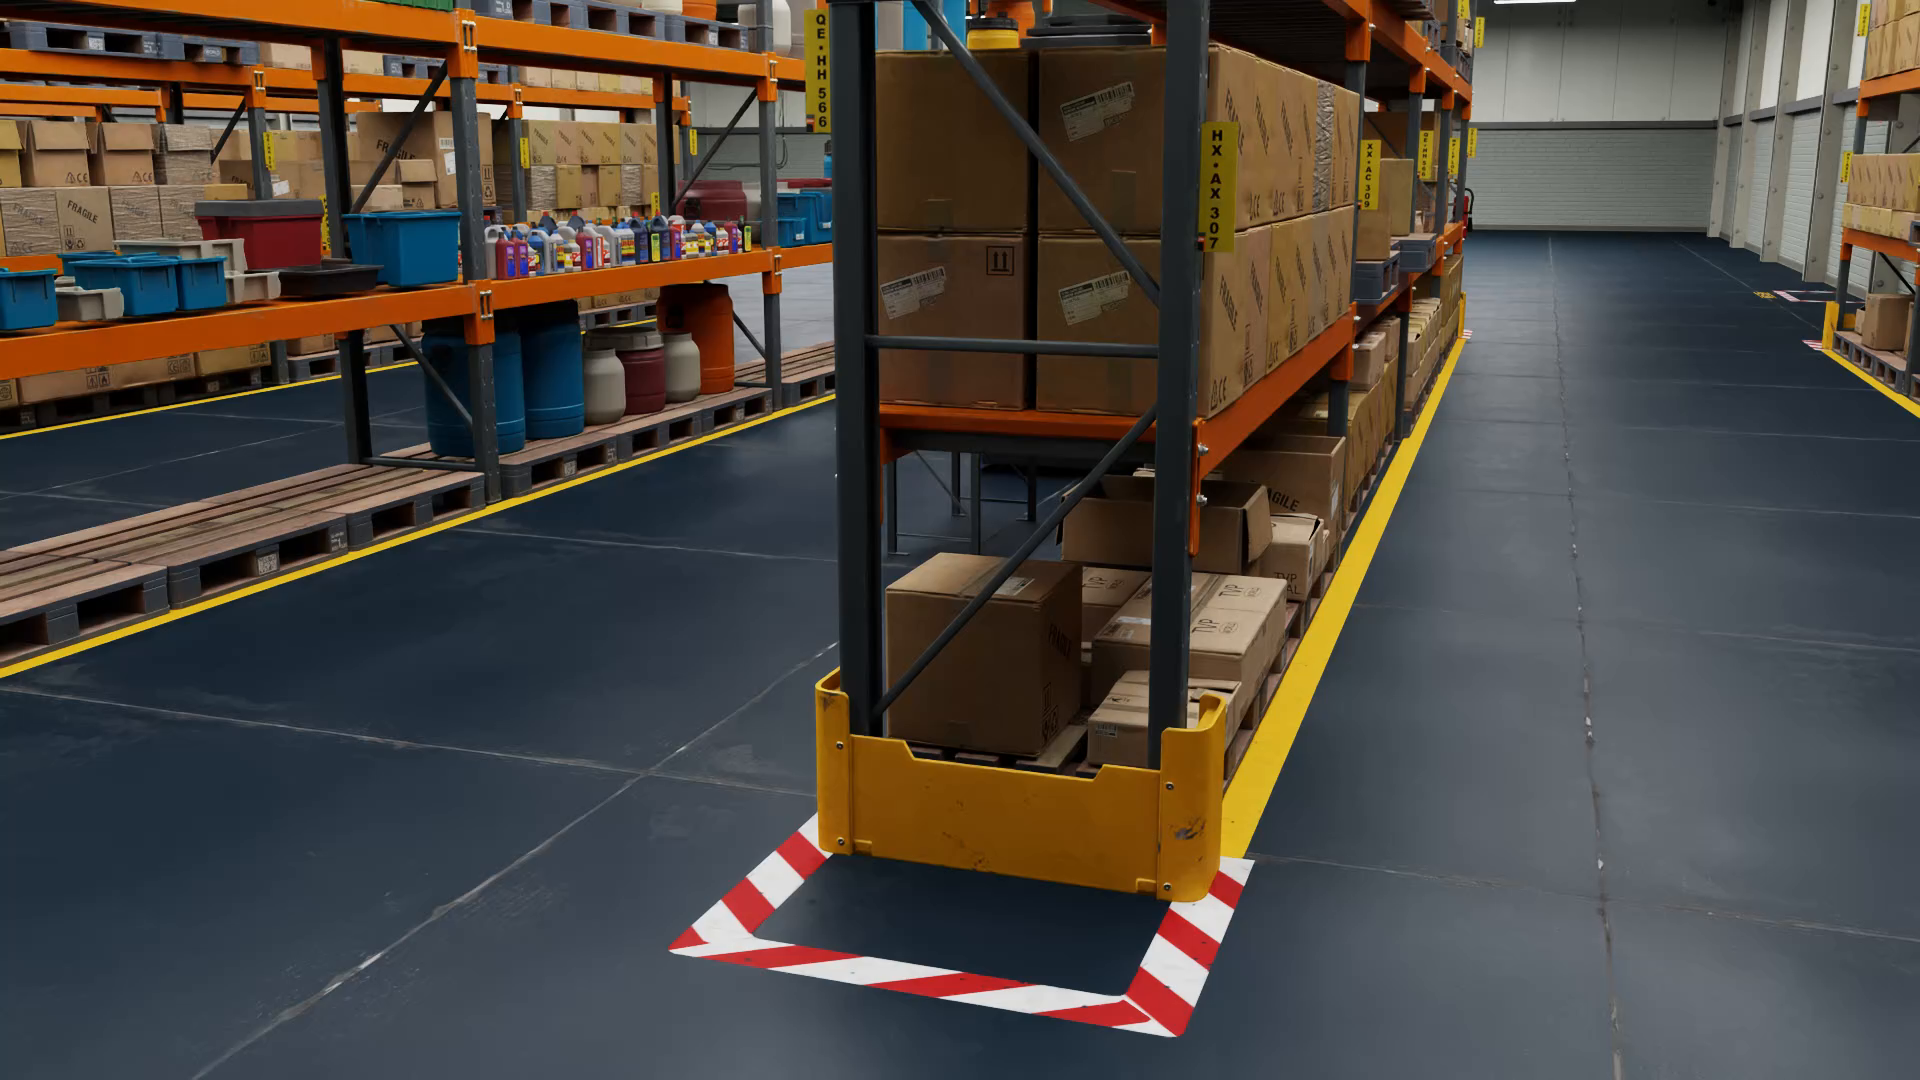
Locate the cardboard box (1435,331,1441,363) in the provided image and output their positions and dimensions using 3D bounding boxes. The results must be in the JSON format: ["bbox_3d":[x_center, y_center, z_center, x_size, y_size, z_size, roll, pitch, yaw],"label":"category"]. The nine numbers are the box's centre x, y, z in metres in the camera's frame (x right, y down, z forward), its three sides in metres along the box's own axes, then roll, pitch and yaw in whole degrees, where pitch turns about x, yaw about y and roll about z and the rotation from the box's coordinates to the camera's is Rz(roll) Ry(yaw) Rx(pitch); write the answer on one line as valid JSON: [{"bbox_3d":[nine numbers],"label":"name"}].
[{"bbox_3d":[4.165,-1.801,15.372,0.500,0.250,0.500,4,14,18],"label":"cardboard box"}]

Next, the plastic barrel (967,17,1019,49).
[{"bbox_3d":[0.385,-5.754,19.350,0.600,0.588,0.600,0,13,0],"label":"plastic barrel"}]

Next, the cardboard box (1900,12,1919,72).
[{"bbox_3d":[8.962,-4.559,15.210,0.500,0.500,0.500,4,13,16],"label":"cardboard box"}]

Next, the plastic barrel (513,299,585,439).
[{"bbox_3d":[-2.828,-1.162,11.110,0.600,0.901,0.708,4,14,18],"label":"plastic barrel"}]

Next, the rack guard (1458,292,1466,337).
[{"bbox_3d":[5.327,-2.673,19.577,1.175,0.500,0.348,4,14,18],"label":"rack guard"}]

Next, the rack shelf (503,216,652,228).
[{"bbox_3d":[-4.700,-3.829,20.640,1.077,0.370,4.000,4,14,18],"label":"rack shelf"}]

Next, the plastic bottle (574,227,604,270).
[{"bbox_3d":[-2.439,-1.922,10.948,0.152,0.276,0.135,4,14,18],"label":"plastic bottle"}]

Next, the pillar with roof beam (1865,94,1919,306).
[{"bbox_3d":[8.467,-7.819,23.025,9.100,9.000,0.400,4,14,18],"label":"pillar with roof beam"}]

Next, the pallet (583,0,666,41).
[{"bbox_3d":[-2.724,-3.499,11.261,1.003,0.211,1.213,4,14,18],"label":"pallet"}]

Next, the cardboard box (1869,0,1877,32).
[{"bbox_3d":[9.653,-5.476,16.981,0.500,0.500,0.500,3,13,14],"label":"cardboard box"}]

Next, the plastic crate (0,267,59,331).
[{"bbox_3d":[-3.939,-0.990,6.826,0.416,0.233,0.300,4,14,18],"label":"plastic crate"}]

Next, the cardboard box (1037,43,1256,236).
[{"bbox_3d":[0.535,-1.129,4.721,0.500,0.500,0.500,5,14,20],"label":"cardboard box"}]

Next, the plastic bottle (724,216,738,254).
[{"bbox_3d":[-1.757,-2.339,12.755,0.061,0.283,0.133,4,14,18],"label":"plastic bottle"}]

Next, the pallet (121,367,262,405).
[{"bbox_3d":[-6.968,-1.397,14.632,1.003,0.211,1.213,4,14,18],"label":"pallet"}]

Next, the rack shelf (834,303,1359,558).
[{"bbox_3d":[0.789,-0.589,6.442,1.077,0.370,4.000,4,14,18],"label":"rack shelf"}]

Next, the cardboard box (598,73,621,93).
[{"bbox_3d":[-4.459,-5.552,20.166,0.500,0.250,0.500,4,13,17],"label":"cardboard box"}]

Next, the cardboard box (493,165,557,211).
[{"bbox_3d":[-5.143,-4.043,19.067,0.875,0.500,0.500,4,14,18],"label":"cardboard box"}]

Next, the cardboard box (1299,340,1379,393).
[{"bbox_3d":[2.147,-1.017,9.645,0.500,0.250,0.500,4,14,19],"label":"cardboard box"}]

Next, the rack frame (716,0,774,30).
[{"bbox_3d":[-1.955,-5.485,12.795,1.000,3.000,0.127,4,14,18],"label":"rack frame"}]

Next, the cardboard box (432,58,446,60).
[{"bbox_3d":[-5.557,-5.155,17.451,0.396,0.266,0.258,5,14,20],"label":"cardboard box"}]

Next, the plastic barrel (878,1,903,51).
[{"bbox_3d":[-0.832,-4.849,15.622,0.600,0.901,0.600,0,13,0],"label":"plastic barrel"}]

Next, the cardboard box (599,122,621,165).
[{"bbox_3d":[-4.487,-4.833,20.282,0.500,0.500,0.500,4,14,18],"label":"cardboard box"}]

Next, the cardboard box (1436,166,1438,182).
[{"bbox_3d":[4.376,-3.505,15.922,0.380,0.149,0.250,5,14,19],"label":"cardboard box"}]

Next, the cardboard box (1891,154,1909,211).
[{"bbox_3d":[8.730,-3.218,14.955,0.500,0.500,0.500,4,14,18],"label":"cardboard box"}]

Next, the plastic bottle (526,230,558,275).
[{"bbox_3d":[-2.621,-1.804,10.431,0.152,0.276,0.135,4,14,18],"label":"plastic bottle"}]

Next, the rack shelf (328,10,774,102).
[{"bbox_3d":[-2.602,-3.251,11.364,1.077,0.370,4.000,4,14,18],"label":"rack shelf"}]

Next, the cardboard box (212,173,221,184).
[{"bbox_3d":[-9.743,-4.406,21.215,0.875,0.550,0.550,4,14,18],"label":"cardboard box"}]

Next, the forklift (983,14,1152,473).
[{"bbox_3d":[1.079,-2.147,11.807,1.130,2.935,3.031,5,14,20],"label":"forklift"}]

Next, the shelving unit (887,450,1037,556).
[{"bbox_3d":[0.028,-0.749,8.900,0.538,1.500,1.048,4,14,18],"label":"shelving unit"}]

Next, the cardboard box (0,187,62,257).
[{"bbox_3d":[-7.226,-2.413,12.595,0.500,0.500,0.500,4,13,17],"label":"cardboard box"}]

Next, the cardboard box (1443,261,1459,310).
[{"bbox_3d":[4.954,-2.666,17.476,0.500,0.500,0.500,4,14,18],"label":"cardboard box"}]

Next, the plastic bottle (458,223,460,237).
[{"bbox_3d":[-3.261,-1.911,10.730,0.144,0.351,0.185,4,14,18],"label":"plastic bottle"}]

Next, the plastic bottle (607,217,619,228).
[{"bbox_3d":[-2.637,-2.313,12.643,0.061,0.283,0.133,4,14,18],"label":"plastic bottle"}]

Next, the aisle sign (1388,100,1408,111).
[{"bbox_3d":[5.051,-5.190,19.145,0.394,0.787,0.004,4,14,18],"label":"aisle sign"}]

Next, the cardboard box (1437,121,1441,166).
[{"bbox_3d":[4.487,-4.032,16.771,0.700,0.500,0.500,4,14,18],"label":"cardboard box"}]

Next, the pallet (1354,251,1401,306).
[{"bbox_3d":[1.798,-1.427,8.931,1.003,0.211,1.213,4,14,18],"label":"pallet"}]

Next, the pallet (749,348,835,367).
[{"bbox_3d":[-1.271,-1.617,15.597,1.003,0.211,1.213,4,14,18],"label":"pallet"}]

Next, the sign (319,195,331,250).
[{"bbox_3d":[-3.769,-1.893,9.918,0.100,0.325,0.005,4,14,18],"label":"sign"}]

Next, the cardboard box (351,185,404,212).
[{"bbox_3d":[-5.882,-3.385,16.469,0.500,0.250,0.500,4,13,17],"label":"cardboard box"}]

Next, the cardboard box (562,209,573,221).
[{"bbox_3d":[-4.773,-3.820,19.546,0.380,0.149,0.250,4,14,18],"label":"cardboard box"}]

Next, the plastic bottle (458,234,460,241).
[{"bbox_3d":[-3.125,-1.900,10.684,0.144,0.351,0.185,4,14,18],"label":"plastic bottle"}]

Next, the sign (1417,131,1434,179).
[{"bbox_3d":[3.247,-2.691,11.615,0.100,0.325,0.005,4,14,18],"label":"sign"}]

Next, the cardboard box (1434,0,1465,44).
[{"bbox_3d":[4.437,-4.916,15.561,0.500,0.500,0.500,6,14,23],"label":"cardboard box"}]

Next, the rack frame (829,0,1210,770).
[{"bbox_3d":[0.142,-0.518,4.517,1.000,3.000,0.127,4,14,18],"label":"rack frame"}]

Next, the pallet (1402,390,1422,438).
[{"bbox_3d":[3.034,-1.014,12.954,1.003,0.211,1.213,4,14,18],"label":"pallet"}]

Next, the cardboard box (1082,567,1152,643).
[{"bbox_3d":[0.421,0.278,6.220,0.500,0.250,0.500,4,14,18],"label":"cardboard box"}]

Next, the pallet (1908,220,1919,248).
[{"bbox_3d":[8.328,-2.445,13.390,1.003,0.211,1.213,4,14,18],"label":"pallet"}]

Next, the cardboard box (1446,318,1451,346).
[{"bbox_3d":[4.628,-2.090,16.638,0.500,0.250,0.500,4,14,18],"label":"cardboard box"}]

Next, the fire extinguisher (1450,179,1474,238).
[{"bbox_3d":[5.797,-3.841,19.248,0.296,0.674,0.183,4,14,18],"label":"fire extinguisher"}]

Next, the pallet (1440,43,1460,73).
[{"bbox_3d":[4.276,-4.645,16.058,1.003,0.211,1.213,4,14,18],"label":"pallet"}]

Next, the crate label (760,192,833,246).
[{"bbox_3d":[-1.378,-2.767,14.290,0.502,0.435,0.616,4,14,18],"label":"crate label"}]

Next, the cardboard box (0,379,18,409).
[{"bbox_3d":[-7.748,-1.379,12.122,1.225,0.875,0.875,4,14,19],"label":"cardboard box"}]

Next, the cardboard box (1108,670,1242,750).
[{"bbox_3d":[0.684,0.533,5.292,0.380,0.166,0.250,4,14,18],"label":"cardboard box"}]

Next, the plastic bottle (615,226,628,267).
[{"bbox_3d":[-2.301,-1.991,11.261,0.097,0.271,0.097,0,13,0],"label":"plastic bottle"}]
